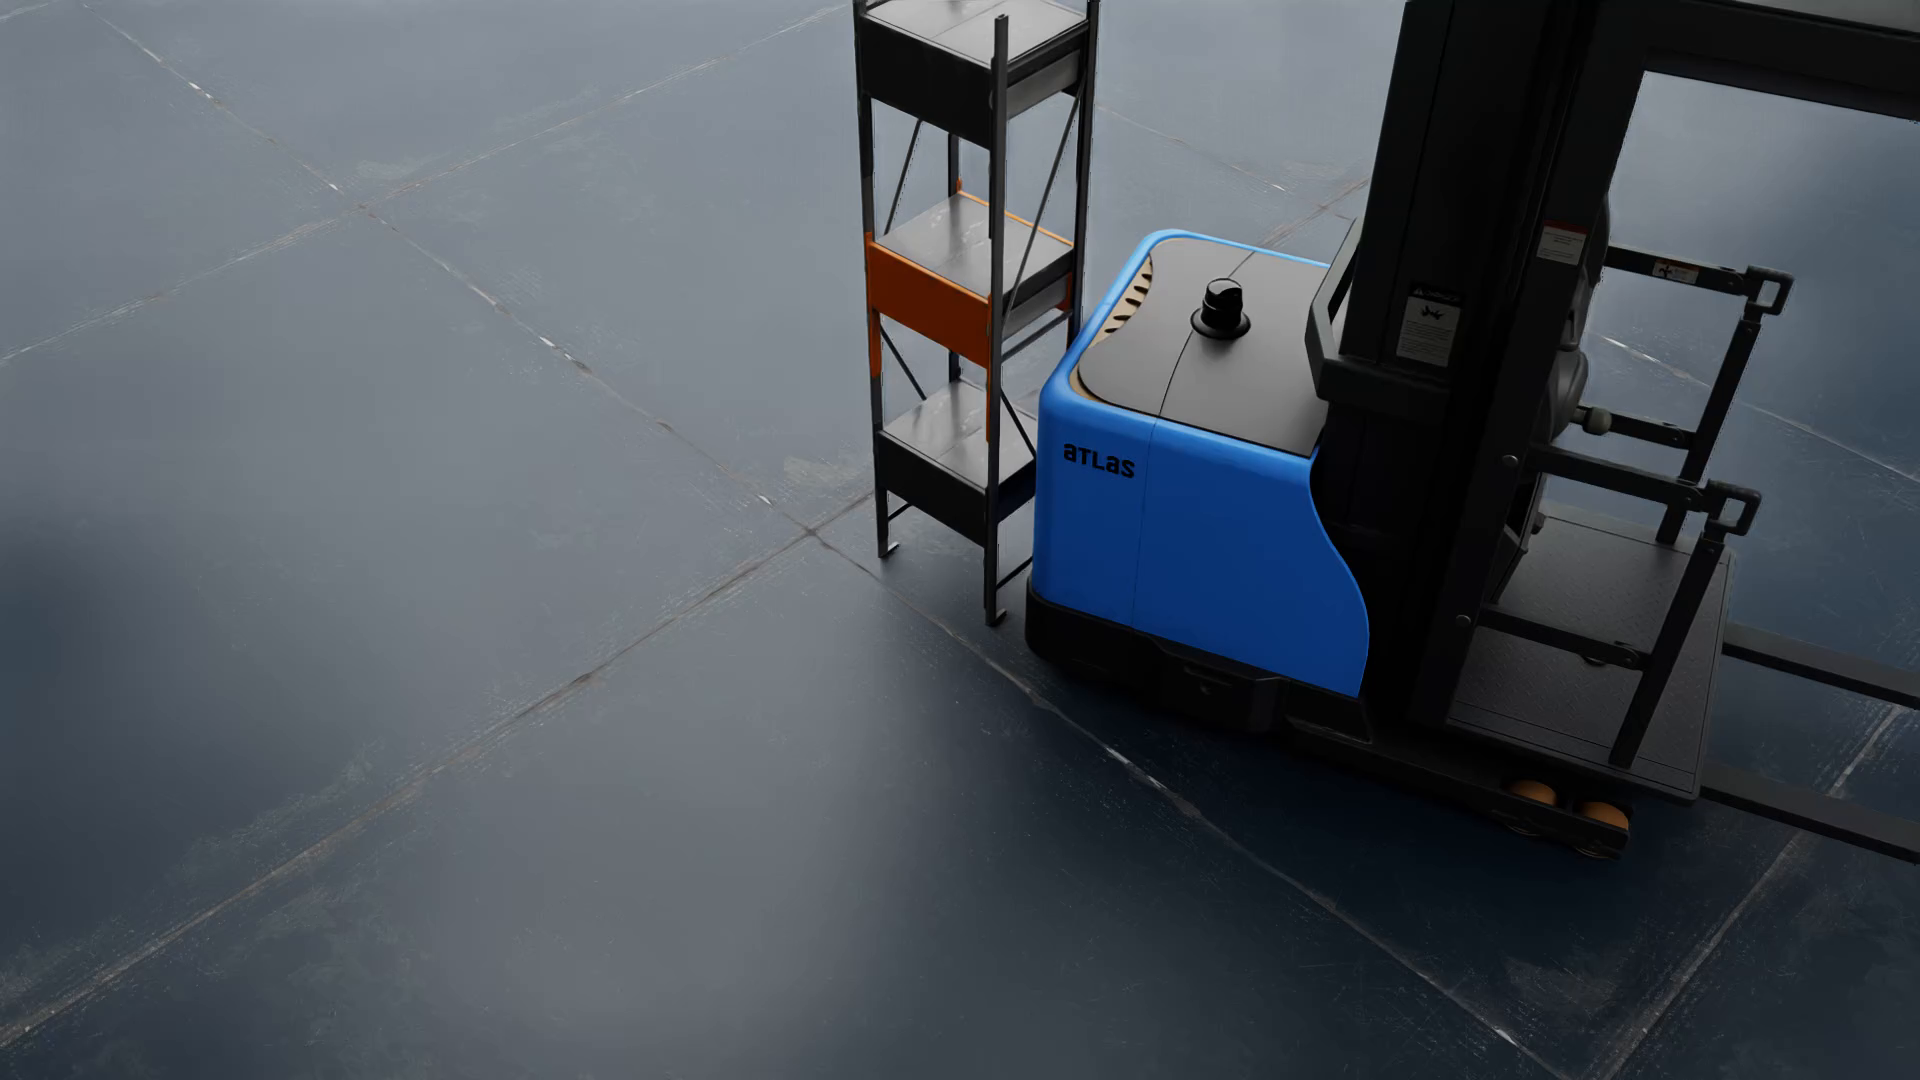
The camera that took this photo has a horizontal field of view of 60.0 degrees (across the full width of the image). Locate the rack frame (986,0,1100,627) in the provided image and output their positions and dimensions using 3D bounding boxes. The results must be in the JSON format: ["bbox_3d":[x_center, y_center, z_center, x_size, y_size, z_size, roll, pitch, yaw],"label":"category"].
[{"bbox_3d":[0.222,-0.591,4.843,0.015,2.100,0.400,31,51,29],"label":"rack frame"}]

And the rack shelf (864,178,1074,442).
[{"bbox_3d":[0.040,-0.691,4.971,0.480,0.518,0.431,31,51,29],"label":"rack shelf"}]

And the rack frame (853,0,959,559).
[{"bbox_3d":[-0.142,-0.812,5.081,0.015,2.100,0.400,31,51,29],"label":"rack frame"}]

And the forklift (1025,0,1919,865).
[{"bbox_3d":[1.769,-0.580,4.218,3.031,2.935,1.130,17,45,18],"label":"forklift"}]

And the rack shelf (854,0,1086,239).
[{"bbox_3d":[0.040,-1.206,4.496,0.480,0.518,0.431,31,51,29],"label":"rack shelf"}]

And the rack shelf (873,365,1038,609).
[{"bbox_3d":[0.040,-0.177,5.446,0.480,0.518,0.431,31,51,29],"label":"rack shelf"}]

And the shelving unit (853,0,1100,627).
[{"bbox_3d":[0.040,-0.702,4.962,0.503,2.100,0.431,31,51,29],"label":"shelving unit"}]
